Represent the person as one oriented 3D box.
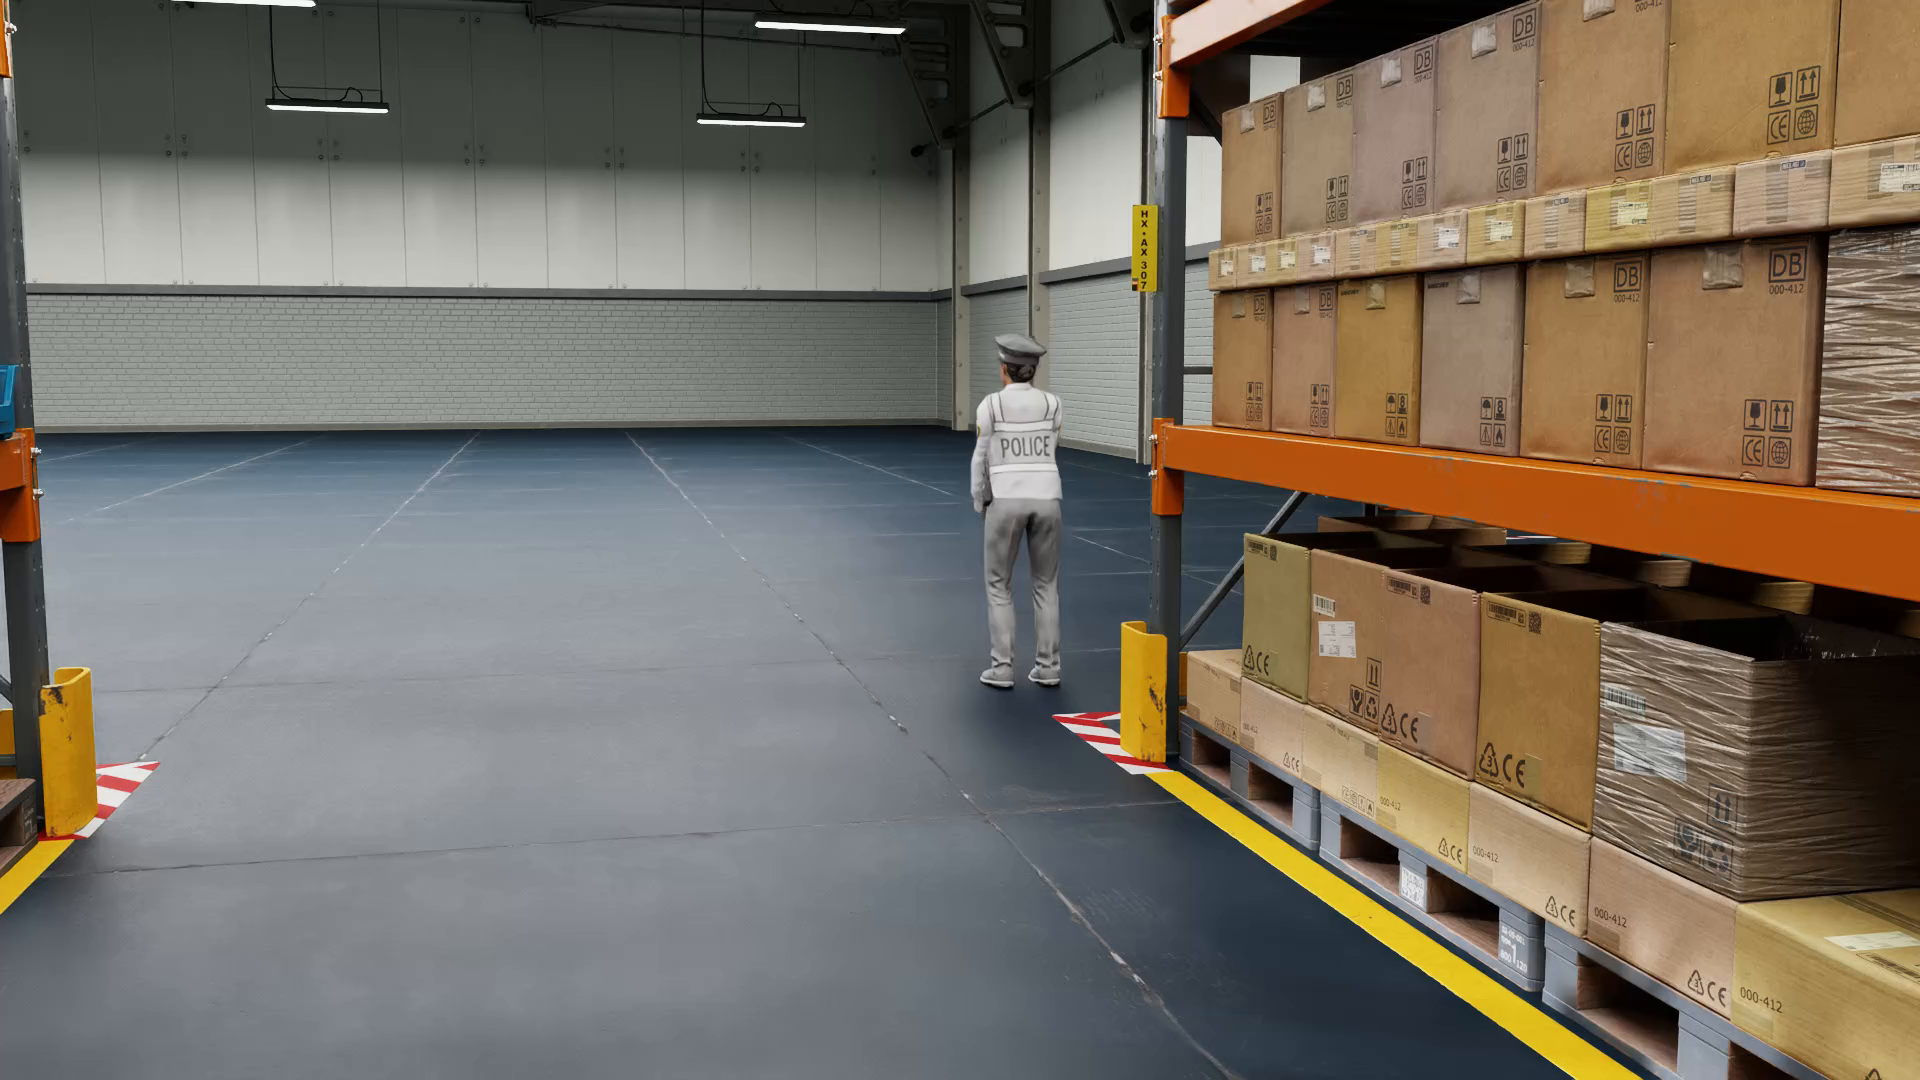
[{"bbox_3d":[0.263,-0.145,7.970,0.417,1.682,0.528,-2,6,-15],"label":"person"}]
